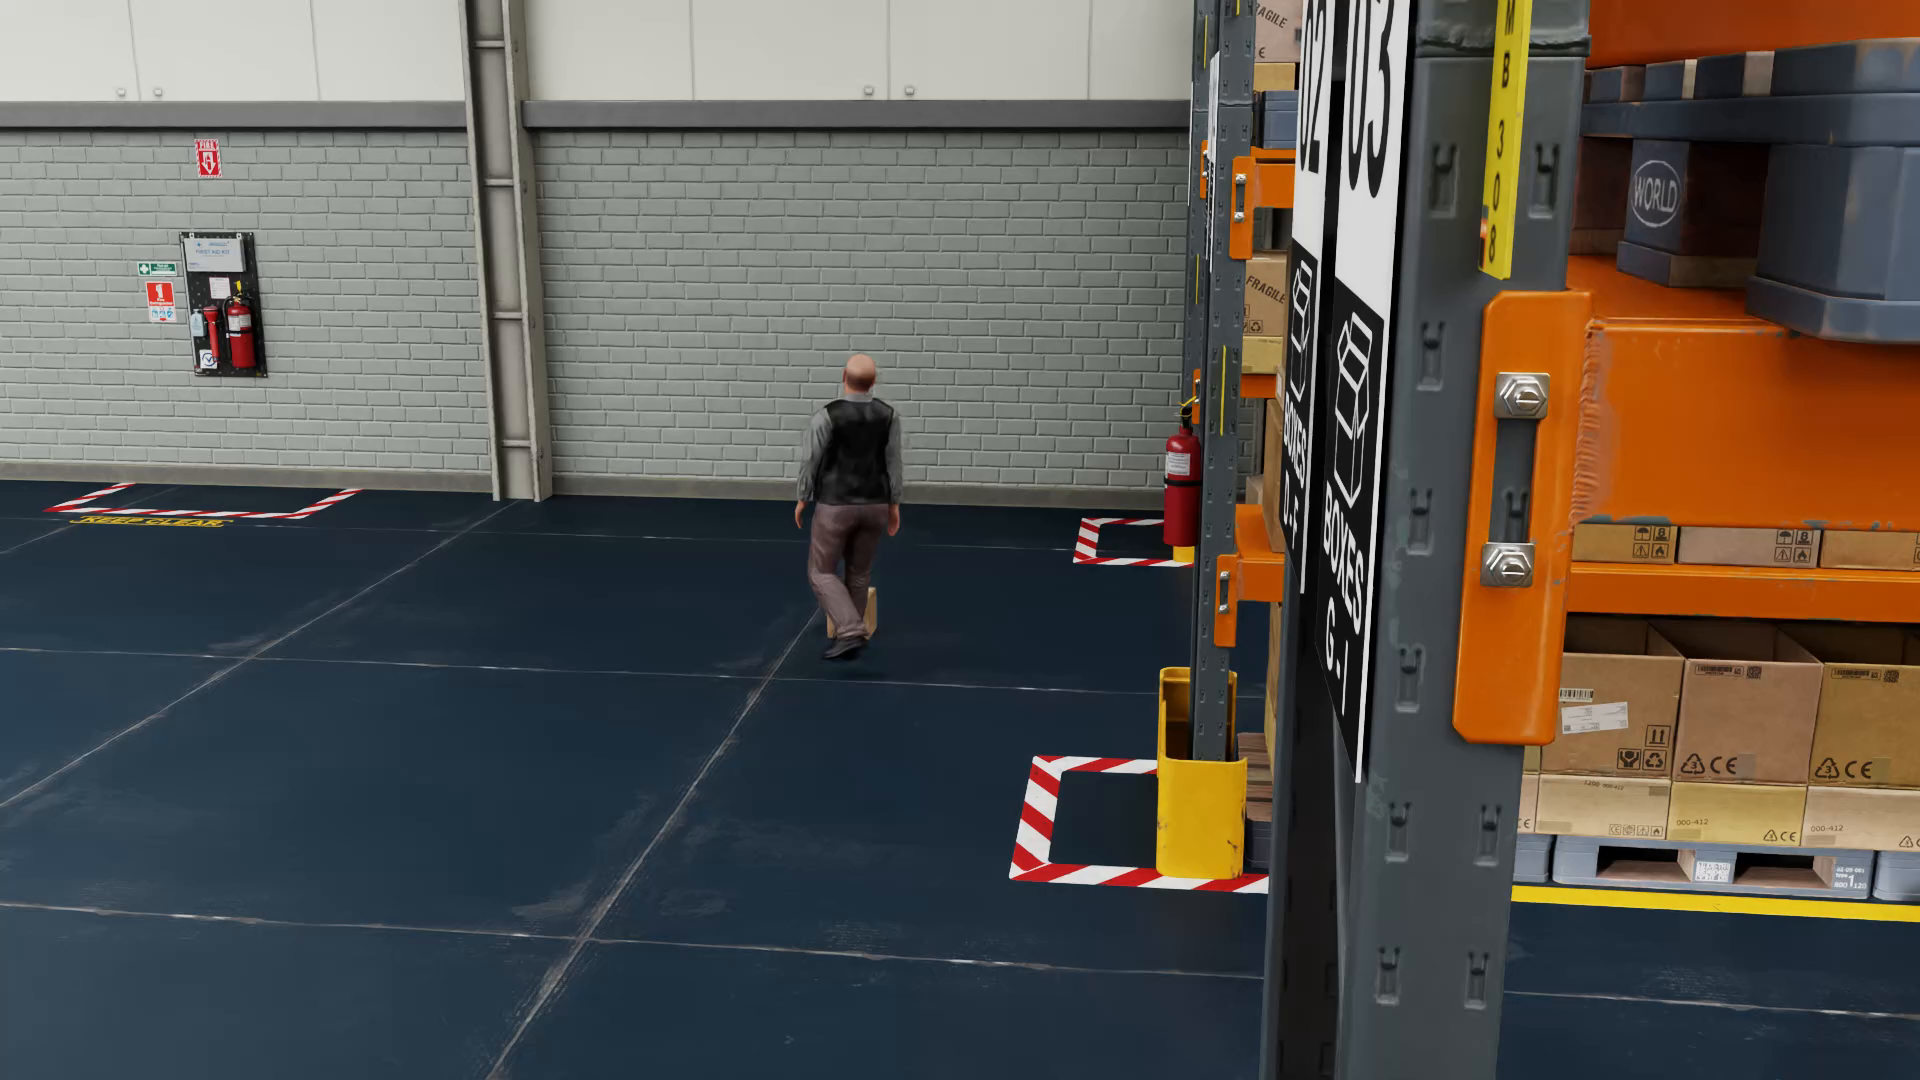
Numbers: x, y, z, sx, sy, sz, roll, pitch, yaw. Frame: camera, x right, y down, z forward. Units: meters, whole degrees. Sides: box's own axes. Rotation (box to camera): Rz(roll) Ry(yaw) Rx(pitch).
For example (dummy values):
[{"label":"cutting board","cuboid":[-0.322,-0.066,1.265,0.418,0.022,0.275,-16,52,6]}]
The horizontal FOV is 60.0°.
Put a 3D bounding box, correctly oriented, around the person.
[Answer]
[{"label":"person","cuboid":[-0.583,-0.115,9.164,0.567,1.622,0.602,-7,16,-25]}]
